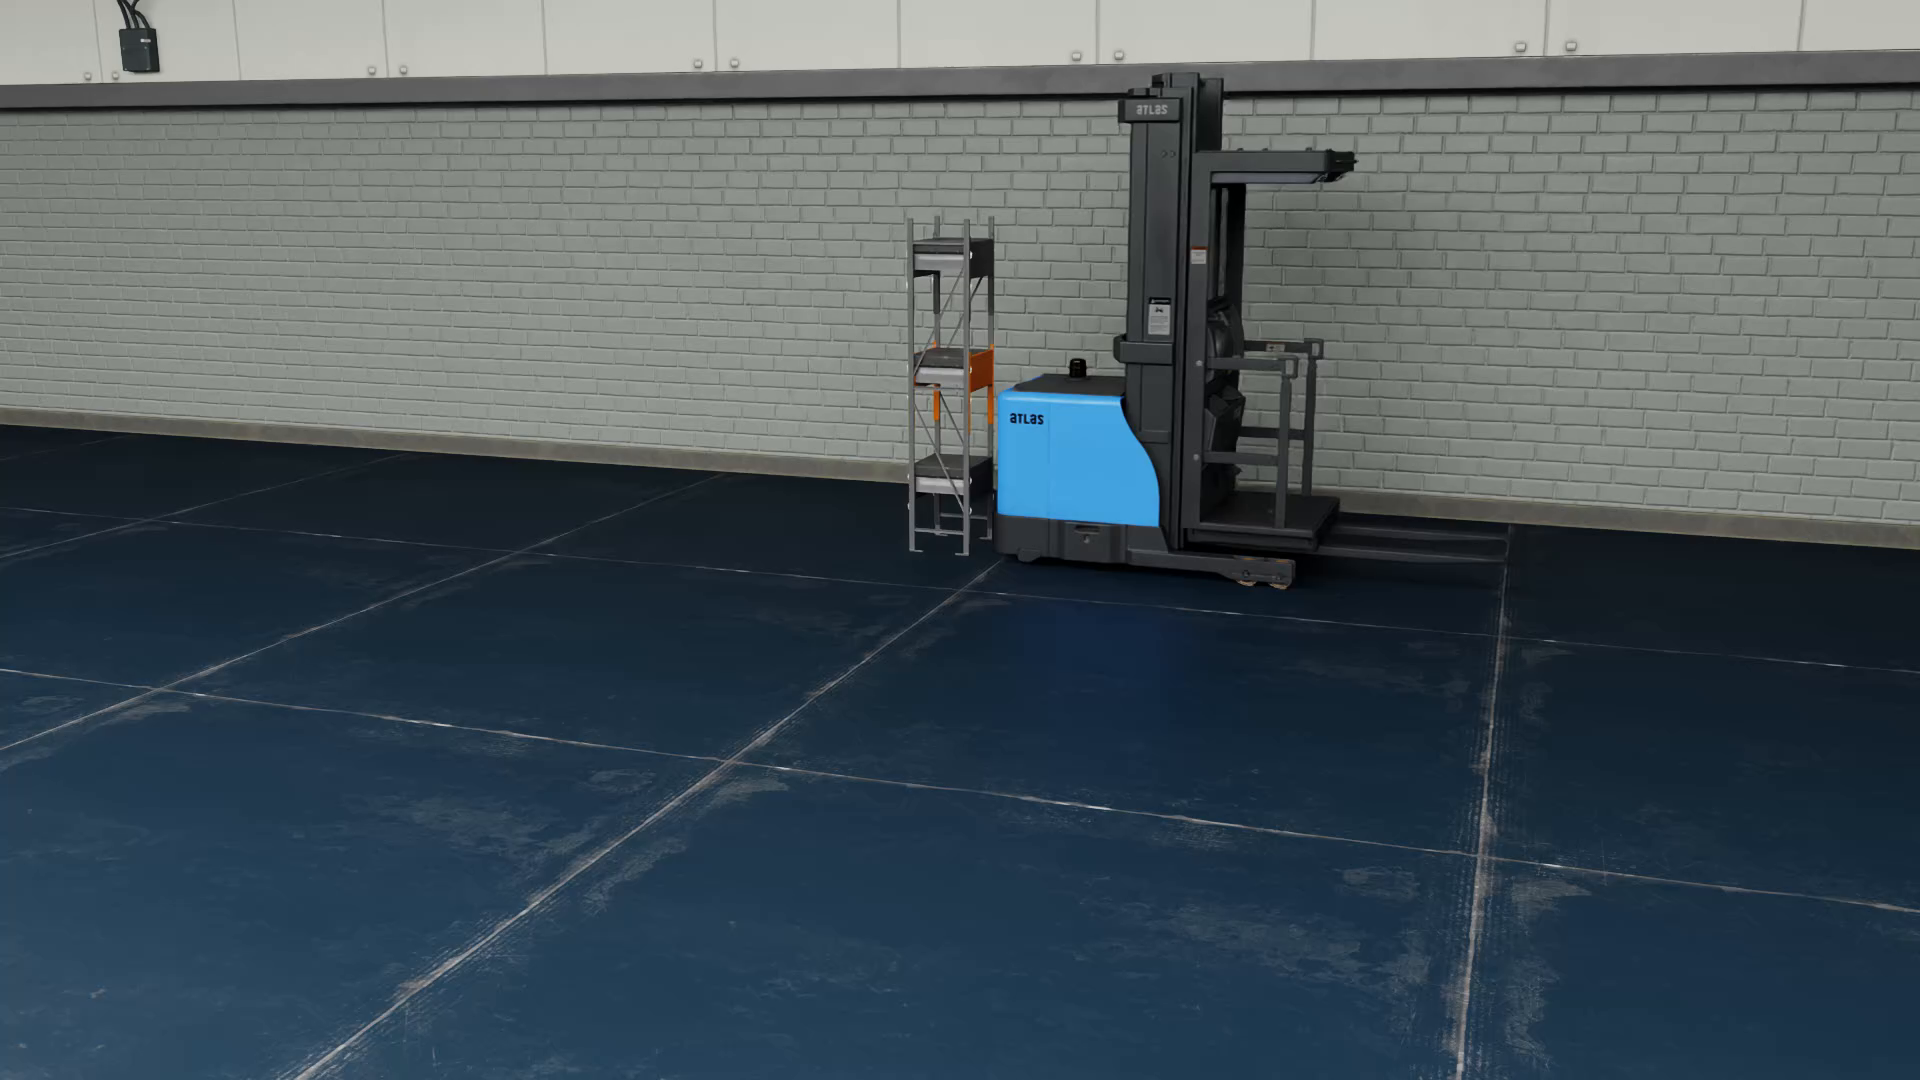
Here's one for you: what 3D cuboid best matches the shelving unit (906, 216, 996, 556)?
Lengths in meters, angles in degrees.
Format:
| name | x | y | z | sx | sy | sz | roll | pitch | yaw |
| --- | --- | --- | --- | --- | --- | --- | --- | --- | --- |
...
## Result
| name | x | y | z | sx | sy | sz | roll | pitch | yaw |
| --- | --- | --- | --- | --- | --- | --- | --- | --- | --- |
| shelving unit | -0.054 | -0.989 | 10.602 | 0.431 | 2.100 | 0.503 | 4 | 14 | 18 |

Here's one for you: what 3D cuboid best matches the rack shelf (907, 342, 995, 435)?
| name | x | y | z | sx | sy | sz | roll | pitch | yaw |
| --- | --- | --- | --- | --- | --- | --- | --- | --- | --- |
| rack shelf | -0.054 | -0.976 | 10.605 | 0.431 | 0.518 | 0.480 | 4 | 14 | 18 |

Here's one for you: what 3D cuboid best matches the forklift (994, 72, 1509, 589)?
| name | x | y | z | sx | sy | sz | roll | pitch | yaw |
| --- | --- | --- | --- | --- | --- | --- | --- | --- | --- |
| forklift | 1.788 | -1.276 | 9.993 | 3.031 | 2.935 | 1.130 | 5 | 14 | 20 |

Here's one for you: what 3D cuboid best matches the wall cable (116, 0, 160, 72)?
| name | x | y | z | sx | sy | sz | roll | pitch | yaw |
| --- | --- | --- | --- | --- | --- | --- | --- | --- | --- |
| wall cable | -6.144 | -6.910 | 13.396 | 2.305 | 6.003 | 0.169 | 4 | 14 | 18 |

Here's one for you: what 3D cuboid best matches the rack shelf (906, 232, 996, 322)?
| name | x | y | z | sx | sy | sz | roll | pitch | yaw |
| --- | --- | --- | --- | --- | --- | --- | --- | --- | --- |
| rack shelf | -0.054 | -1.658 | 10.449 | 0.431 | 0.518 | 0.480 | 4 | 14 | 18 |

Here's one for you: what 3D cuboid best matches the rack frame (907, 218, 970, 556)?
| name | x | y | z | sx | sy | sz | roll | pitch | yaw |
| --- | --- | --- | --- | --- | --- | --- | --- | --- | --- |
| rack frame | -0.133 | -0.937 | 10.376 | 0.400 | 2.100 | 0.015 | 4 | 14 | 18 |

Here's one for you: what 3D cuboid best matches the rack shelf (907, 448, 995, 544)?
| name | x | y | z | sx | sy | sz | roll | pitch | yaw |
| --- | --- | --- | --- | --- | --- | --- | --- | --- | --- |
| rack shelf | -0.054 | -0.293 | 10.760 | 0.431 | 0.518 | 0.480 | 4 | 14 | 18 |

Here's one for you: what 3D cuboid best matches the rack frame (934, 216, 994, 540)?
| name | x | y | z | sx | sy | sz | roll | pitch | yaw |
| --- | --- | --- | --- | --- | --- | --- | --- | --- | --- |
| rack frame | 0.025 | -1.040 | 10.827 | 0.400 | 2.100 | 0.015 | 4 | 14 | 18 |
